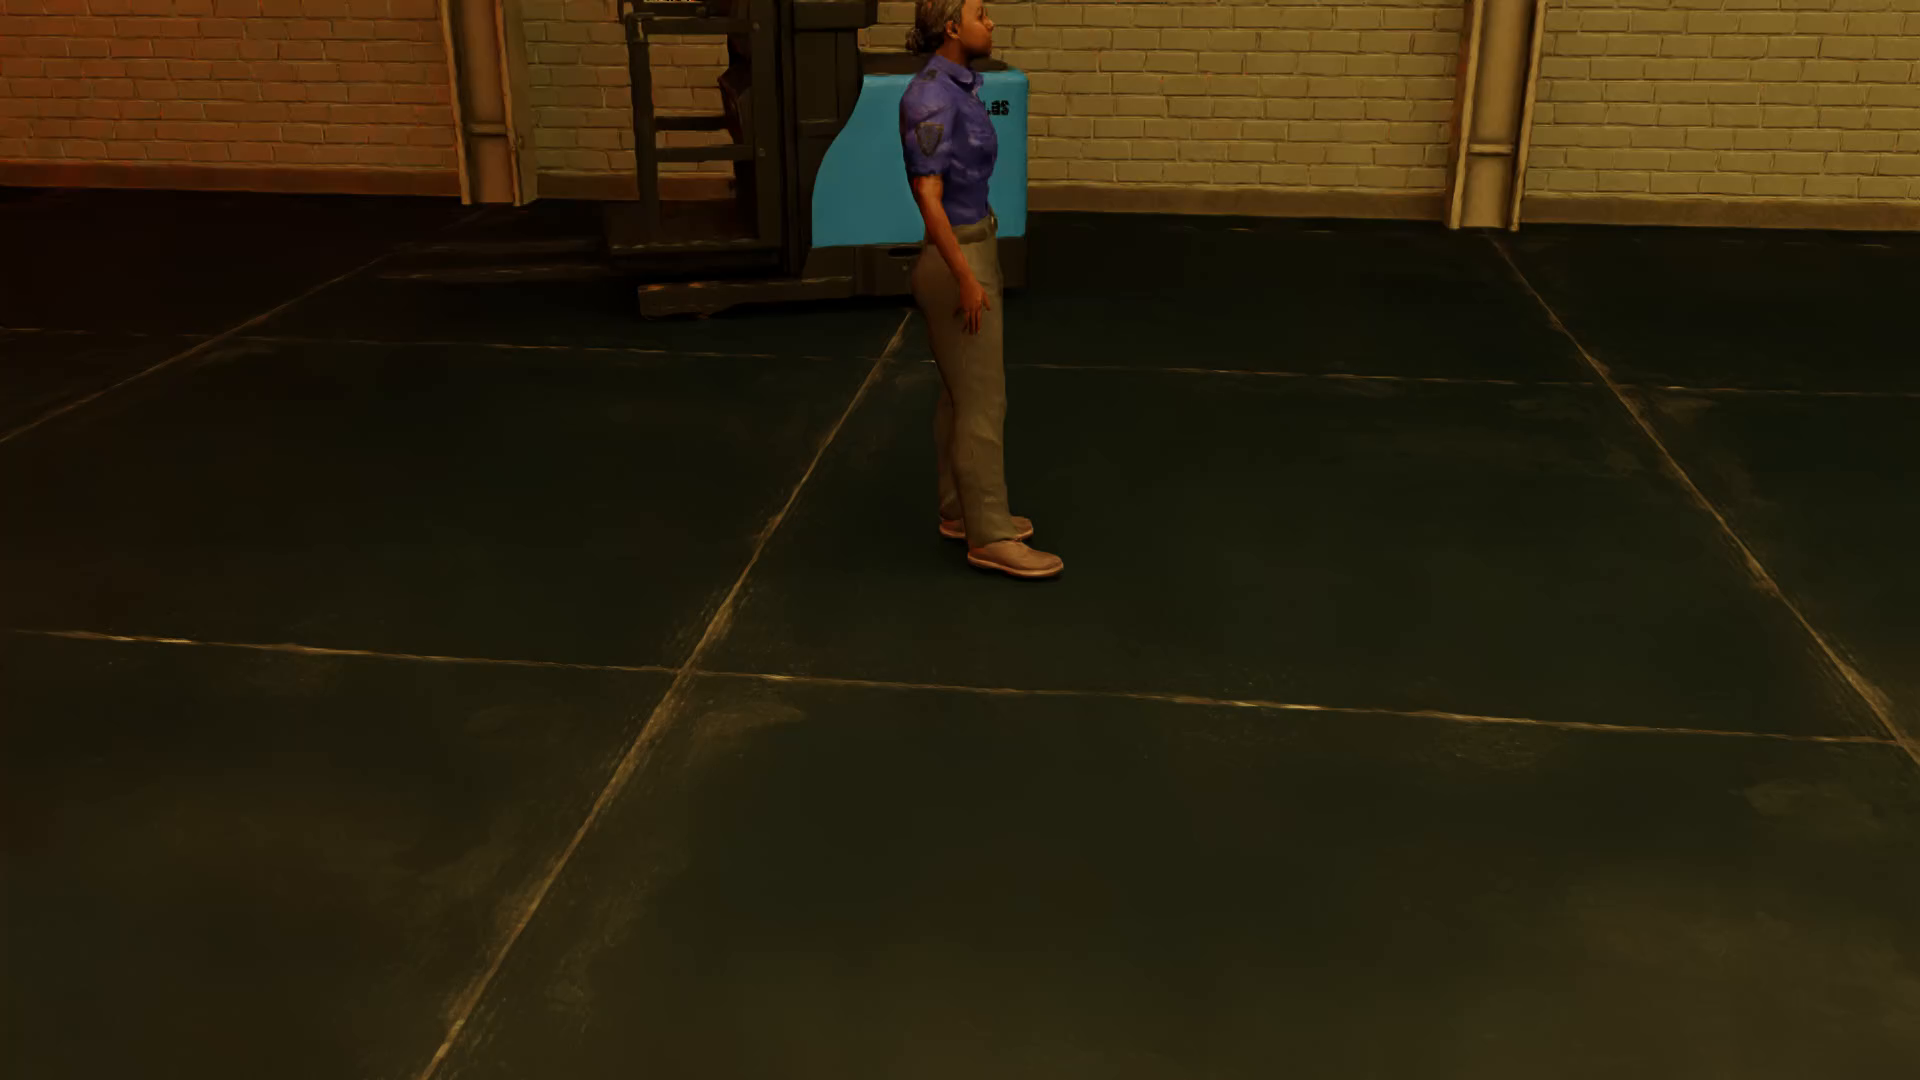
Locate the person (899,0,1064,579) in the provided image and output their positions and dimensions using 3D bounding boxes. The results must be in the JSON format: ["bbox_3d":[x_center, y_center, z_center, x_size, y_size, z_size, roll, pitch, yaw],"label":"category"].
[{"bbox_3d":[0.085,-0.762,4.837,0.503,1.654,0.570,3,22,7],"label":"person"}]

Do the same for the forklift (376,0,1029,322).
[{"bbox_3d":[-1.239,-2.585,7.673,3.031,2.935,1.130,-5,22,-12],"label":"forklift"}]
